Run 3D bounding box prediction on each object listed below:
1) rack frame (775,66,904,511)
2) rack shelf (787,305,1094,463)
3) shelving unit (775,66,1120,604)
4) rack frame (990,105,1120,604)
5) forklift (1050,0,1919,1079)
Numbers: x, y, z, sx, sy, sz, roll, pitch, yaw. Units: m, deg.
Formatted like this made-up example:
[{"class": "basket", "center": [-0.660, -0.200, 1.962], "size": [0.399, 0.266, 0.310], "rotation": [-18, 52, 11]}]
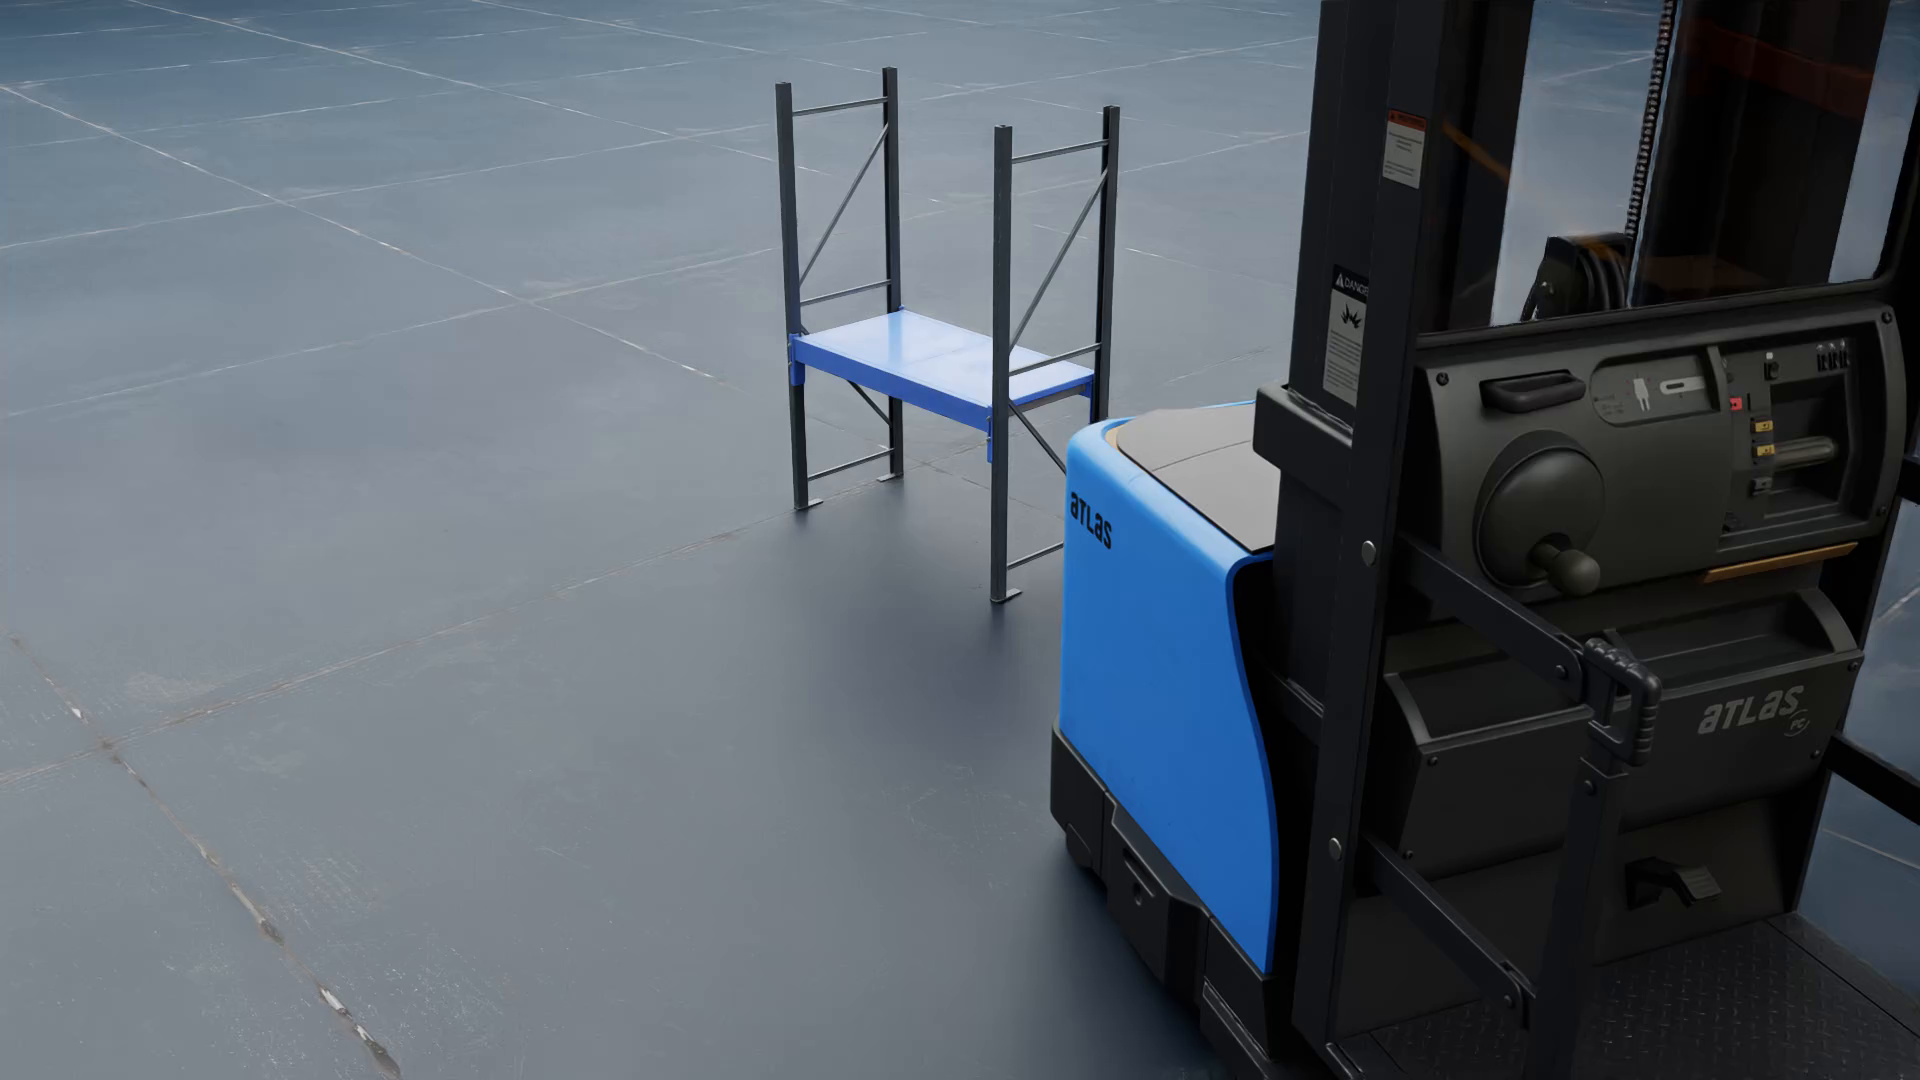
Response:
[{"class": "rack frame", "center": [-0.406, -0.862, 5.833], "size": [0.500, 1.500, 0.032], "rotation": [-21, 32, -38]}, {"class": "rack shelf", "center": [-0.058, -0.545, 5.570], "size": [0.538, 0.185, 1.000], "rotation": [-21, 32, -38]}, {"class": "shelving unit", "center": [-0.058, -0.708, 5.495], "size": [0.538, 1.500, 1.048], "rotation": [-21, 32, -38]}, {"class": "rack frame", "center": [0.289, -0.554, 5.158], "size": [0.500, 1.500, 0.032], "rotation": [-21, 32, -38]}, {"class": "forklift", "center": [1.220, -0.118, 2.478], "size": [1.130, 2.935, 3.031], "rotation": [-9, 26, -19]}]
